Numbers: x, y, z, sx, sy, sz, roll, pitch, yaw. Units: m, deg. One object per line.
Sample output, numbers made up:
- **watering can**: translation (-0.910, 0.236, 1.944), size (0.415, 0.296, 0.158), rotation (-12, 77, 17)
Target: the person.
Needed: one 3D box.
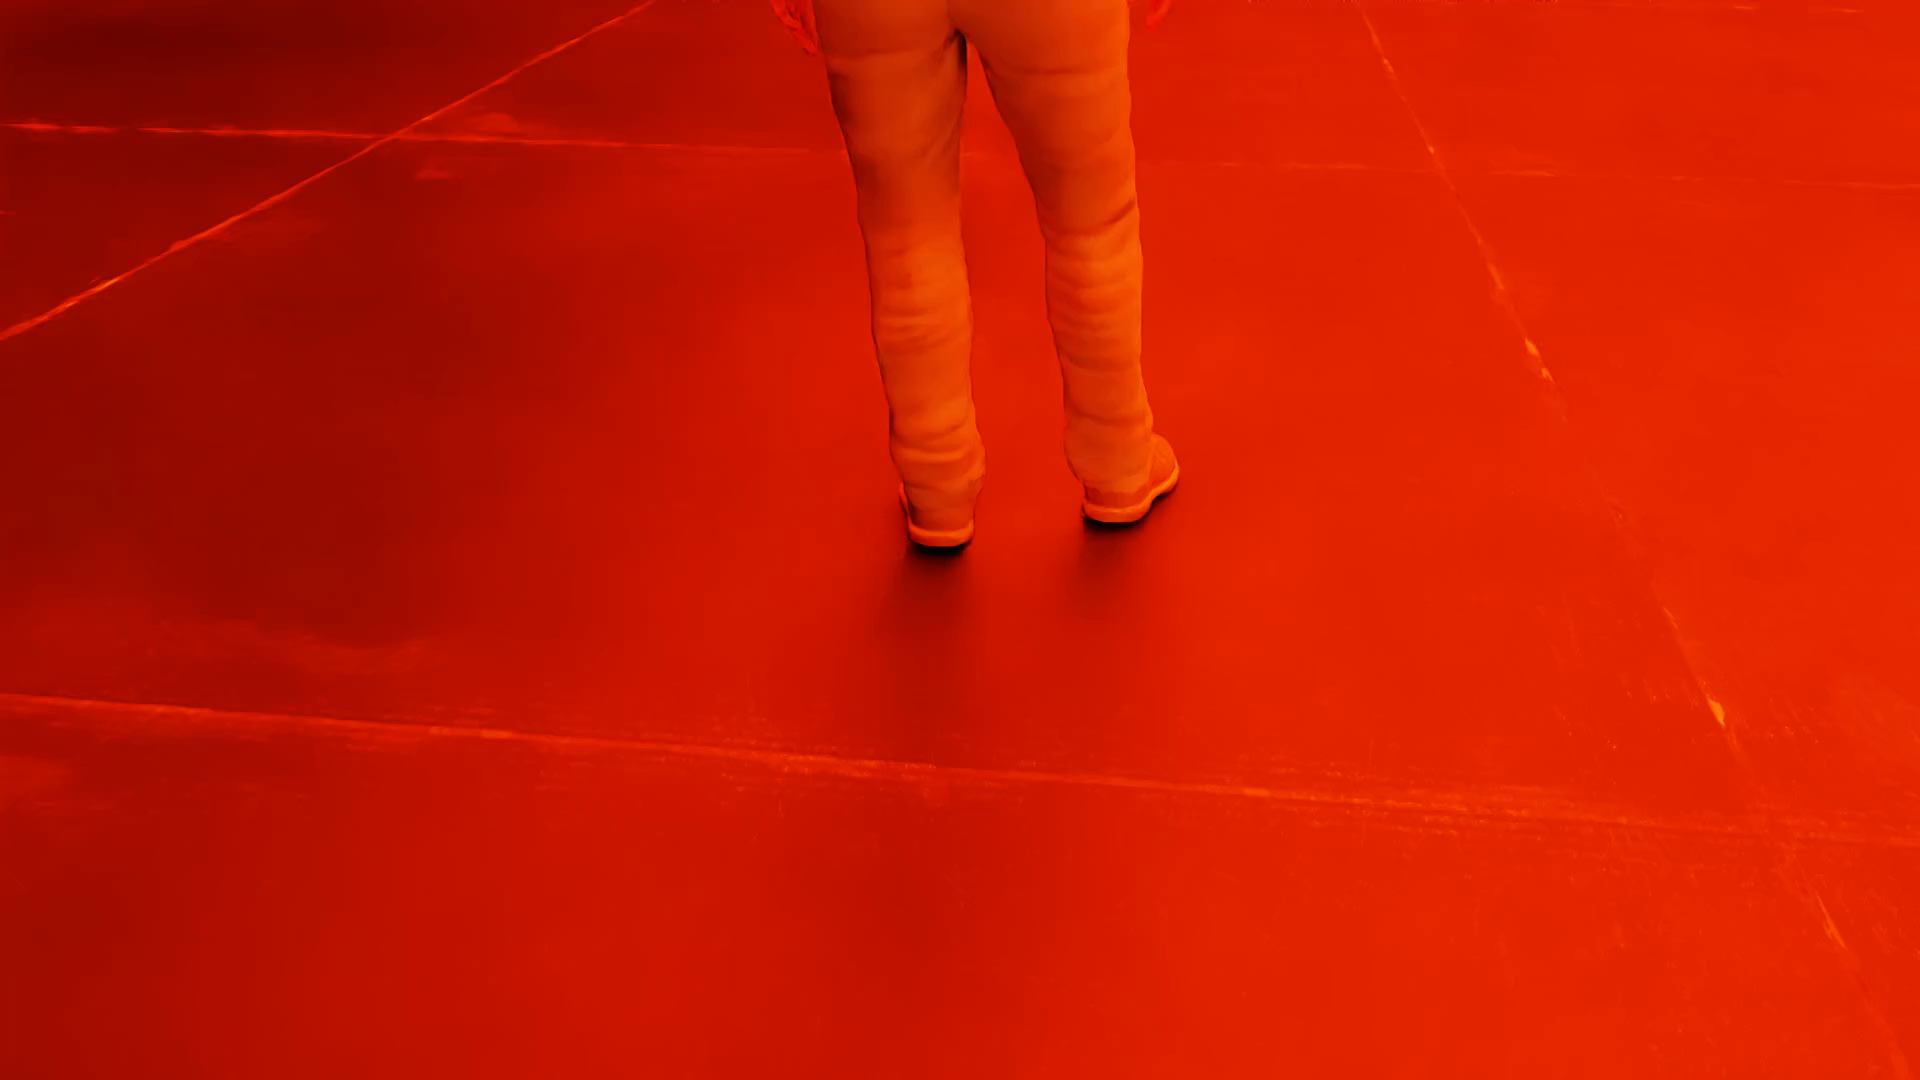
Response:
- **person**: translation (0.033, -0.785, 2.190), size (0.598, 1.669, 0.529), rotation (3, 27, 7)
